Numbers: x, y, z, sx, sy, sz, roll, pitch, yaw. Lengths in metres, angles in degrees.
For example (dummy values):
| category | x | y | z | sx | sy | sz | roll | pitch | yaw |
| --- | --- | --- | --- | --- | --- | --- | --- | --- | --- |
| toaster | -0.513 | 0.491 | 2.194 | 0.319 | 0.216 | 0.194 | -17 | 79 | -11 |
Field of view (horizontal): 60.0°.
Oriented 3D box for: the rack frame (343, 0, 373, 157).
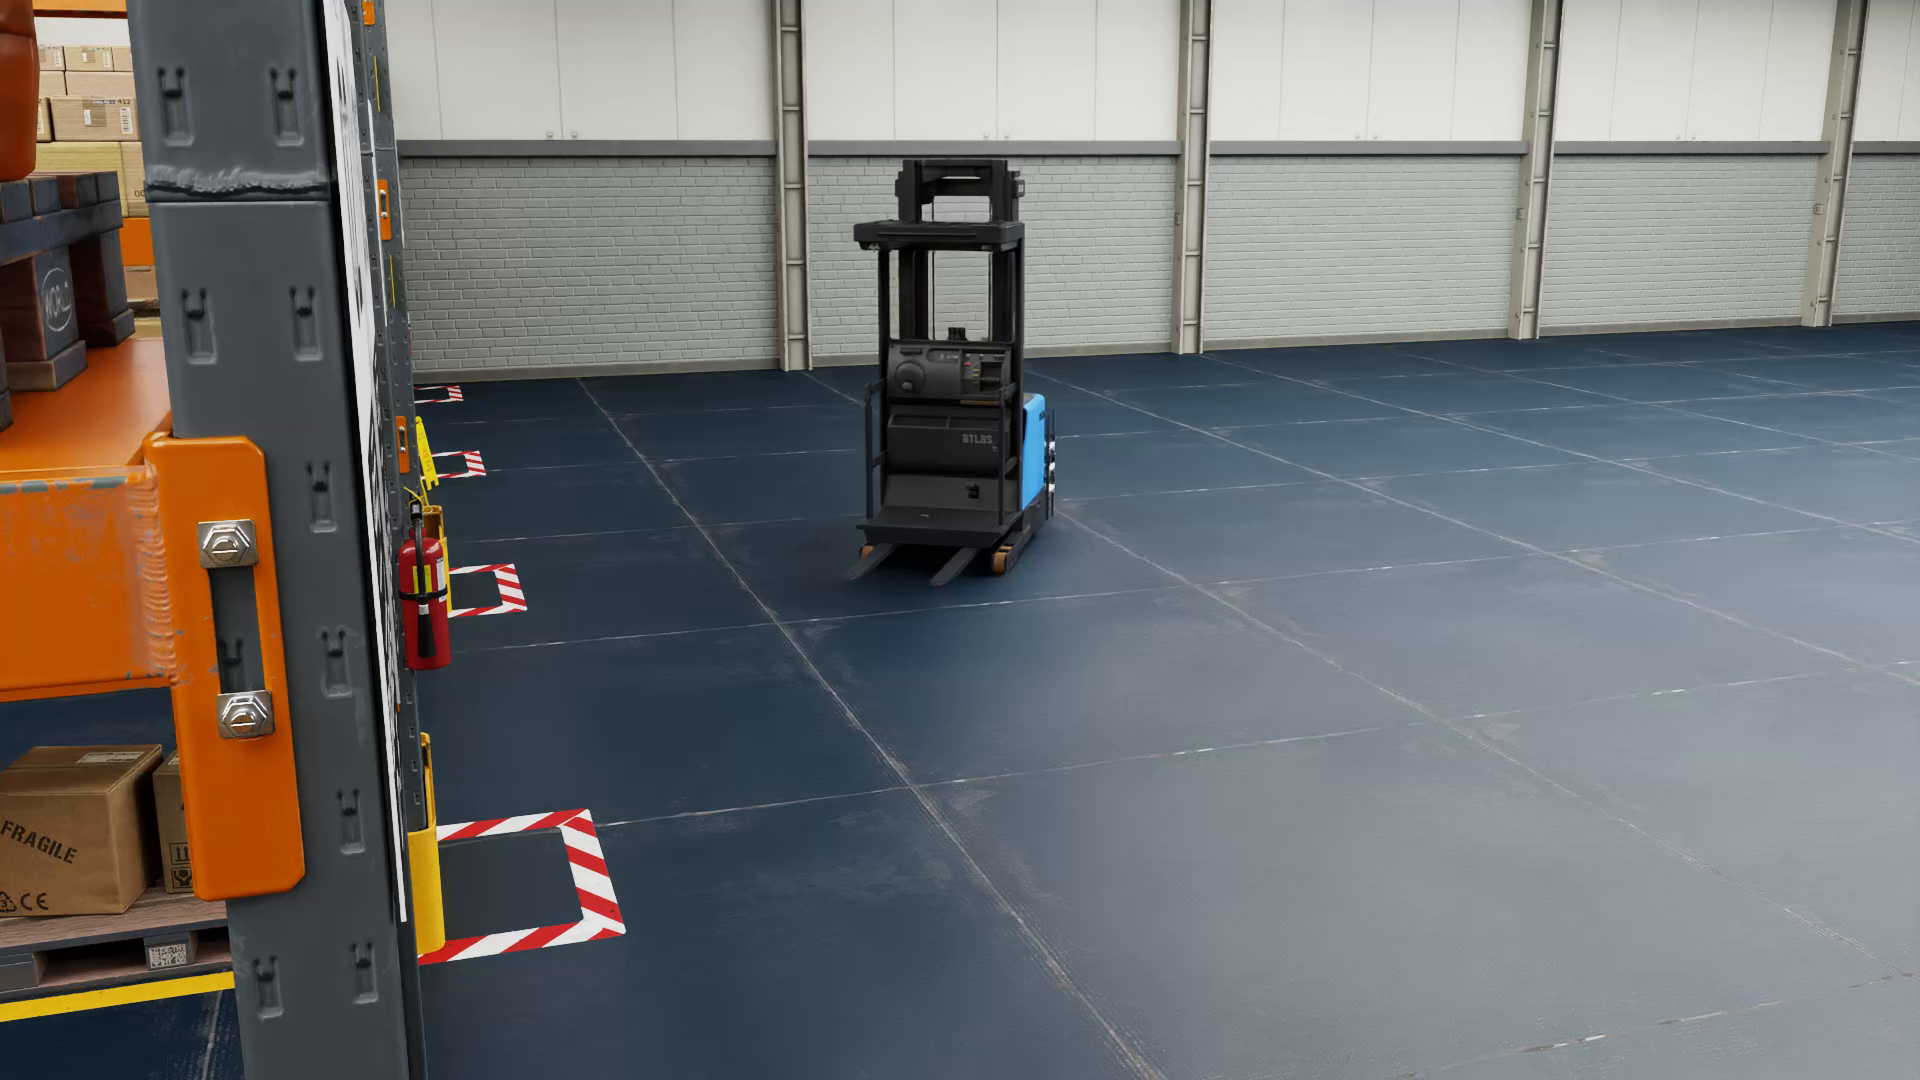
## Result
| category | x | y | z | sx | sy | sz | roll | pitch | yaw |
| --- | --- | --- | --- | --- | --- | --- | --- | --- | --- |
| rack frame | -2.273 | -2.906 | 5.912 | 0.127 | 3.000 | 1.000 | -4 | 14 | -18 |

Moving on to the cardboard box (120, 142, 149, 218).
| category | x | y | z | sx | sy | sz | roll | pitch | yaw |
| --- | --- | --- | --- | --- | --- | --- | --- | --- | --- |
| cardboard box | -2.649 | -1.282 | 5.893 | 0.500 | 0.250 | 0.500 | -4 | 14 | -17 |

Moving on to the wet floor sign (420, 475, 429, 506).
| category | x | y | z | sx | sy | sz | roll | pitch | yaw |
| --- | --- | --- | --- | --- | --- | --- | --- | --- | --- |
| wet floor sign | -4.363 | -0.373 | 13.318 | 0.232 | 0.644 | 0.267 | -7 | 15 | -28 |

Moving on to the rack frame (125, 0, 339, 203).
| category | x | y | z | sx | sy | sz | roll | pitch | yaw |
| --- | --- | --- | --- | --- | --- | --- | --- | --- | --- |
| rack frame | -0.693 | -1.819 | 1.345 | 0.127 | 3.000 | 1.000 | -4 | 14 | -18 |

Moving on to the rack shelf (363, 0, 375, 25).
| category | x | y | z | sx | sy | sz | roll | pitch | yaw |
| --- | --- | --- | --- | --- | --- | --- | --- | --- | --- |
| rack shelf | -5.654 | -3.309 | 10.026 | 4.000 | 0.370 | 1.077 | -4 | 14 | -18 |

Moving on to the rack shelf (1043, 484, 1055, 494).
| category | x | y | z | sx | sy | sz | roll | pitch | yaw |
| --- | --- | --- | --- | --- | --- | --- | --- | --- | --- |
| rack shelf | 0.645 | -0.419 | 13.881 | 0.258 | 0.077 | 0.200 | 3 | 14 | 14 |

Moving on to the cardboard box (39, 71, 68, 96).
| category | x | y | z | sx | sy | sz | roll | pitch | yaw |
| --- | --- | --- | --- | --- | --- | --- | --- | --- | --- |
| cardboard box | -5.562 | -2.658 | 9.912 | 0.500 | 0.250 | 0.500 | -4 | 14 | -18 |

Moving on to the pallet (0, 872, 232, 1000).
| category | x | y | z | sx | sy | sz | roll | pitch | yaw |
| --- | --- | --- | --- | --- | --- | --- | --- | --- | --- |
| pallet | -3.126 | 1.427 | 6.686 | 1.213 | 0.211 | 1.003 | -4 | 14 | -18 |

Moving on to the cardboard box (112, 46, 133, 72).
| category | x | y | z | sx | sy | sz | roll | pitch | yaw |
| --- | --- | --- | --- | --- | --- | --- | --- | --- | --- |
| cardboard box | -4.932 | -2.886 | 10.010 | 0.250 | 0.149 | 0.380 | -4 | 14 | -18 |

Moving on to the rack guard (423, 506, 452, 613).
| category | x | y | z | sx | sy | sz | roll | pitch | yaw |
| --- | --- | --- | --- | --- | --- | --- | --- | --- | --- |
| rack guard | -3.736 | 0.132 | 11.508 | 0.348 | 0.500 | 1.175 | -4 | 14 | -18 |

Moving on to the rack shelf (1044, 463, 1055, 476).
| category | x | y | z | sx | sy | sz | roll | pitch | yaw |
| --- | --- | --- | --- | --- | --- | --- | --- | --- | --- |
| rack shelf | 0.645 | -0.594 | 13.839 | 0.258 | 0.077 | 0.200 | 3 | 14 | 14 |

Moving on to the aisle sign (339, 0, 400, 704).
| category | x | y | z | sx | sy | sz | roll | pitch | yaw |
| --- | --- | --- | --- | --- | --- | --- | --- | --- | --- |
| aisle sign | -0.718 | -0.235 | 2.031 | 0.004 | 0.787 | 0.394 | -4 | 14 | -18 |

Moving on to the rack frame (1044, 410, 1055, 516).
| category | x | y | z | sx | sy | sz | roll | pitch | yaw |
| --- | --- | --- | --- | --- | --- | --- | --- | --- | --- |
| rack frame | 0.671 | -0.649 | 13.927 | 0.240 | 0.900 | 0.006 | 3 | 14 | 14 |

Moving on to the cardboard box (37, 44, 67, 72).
| category | x | y | z | sx | sy | sz | roll | pitch | yaw |
| --- | --- | --- | --- | --- | --- | --- | --- | --- | --- |
| cardboard box | -5.415 | -2.848 | 9.850 | 0.250 | 0.149 | 0.380 | -4 | 14 | -18 |

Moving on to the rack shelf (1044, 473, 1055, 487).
| category | x | y | z | sx | sy | sz | roll | pitch | yaw |
| --- | --- | --- | --- | --- | --- | --- | --- | --- | --- |
| rack shelf | 0.645 | -0.506 | 13.860 | 0.258 | 0.077 | 0.200 | 3 | 14 | 14 |

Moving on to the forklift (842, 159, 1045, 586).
| category | x | y | z | sx | sy | sz | roll | pitch | yaw |
| --- | --- | --- | --- | --- | --- | --- | --- | --- | --- |
| forklift | -0.125 | -1.269 | 12.143 | 1.130 | 2.935 | 3.031 | 3 | 14 | 12 |

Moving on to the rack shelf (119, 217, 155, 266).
| category | x | y | z | sx | sy | sz | roll | pitch | yaw |
| --- | --- | --- | --- | --- | --- | --- | --- | --- | --- |
| rack shelf | -4.168 | -0.949 | 5.722 | 4.000 | 0.370 | 1.077 | -4 | 14 | -18 |

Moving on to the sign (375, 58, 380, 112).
| category | x | y | z | sx | sy | sz | roll | pitch | yaw |
| --- | --- | --- | --- | --- | --- | --- | --- | --- | --- |
| sign | -3.599 | -2.814 | 10.266 | 0.005 | 0.325 | 0.100 | -4 | 14 | -18 |

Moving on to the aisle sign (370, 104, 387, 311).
| category | x | y | z | sx | sy | sz | roll | pitch | yaw |
| --- | --- | --- | --- | --- | --- | --- | --- | --- | --- |
| aisle sign | -2.310 | -1.322 | 6.602 | 0.004 | 0.787 | 0.394 | -4 | 14 | -18 |

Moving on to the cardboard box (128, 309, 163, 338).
| category | x | y | z | sx | sy | sz | roll | pitch | yaw |
| --- | --- | --- | --- | --- | --- | --- | --- | --- | --- |
| cardboard box | -2.715 | -0.572 | 6.046 | 0.500 | 0.500 | 0.500 | -4 | 14 | -18 |

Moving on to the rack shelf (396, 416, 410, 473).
| category | x | y | z | sx | sy | sz | roll | pitch | yaw |
| --- | --- | --- | --- | --- | --- | --- | --- | --- | --- |
| rack shelf | -5.654 | -0.585 | 10.674 | 4.000 | 0.370 | 1.077 | -4 | 14 | -18 |

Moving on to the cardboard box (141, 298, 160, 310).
| category | x | y | z | sx | sy | sz | roll | pitch | yaw |
| --- | --- | --- | --- | --- | --- | --- | --- | --- | --- |
| cardboard box | -2.881 | -0.686 | 6.526 | 0.500 | 0.500 | 0.500 | -4 | 14 | -18 |

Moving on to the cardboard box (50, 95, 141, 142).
| category | x | y | z | sx | sy | sz | roll | pitch | yaw |
| --- | --- | --- | --- | --- | --- | --- | --- | --- | --- |
| cardboard box | -2.945 | -1.441 | 5.698 | 0.250 | 0.149 | 0.380 | -5 | 14 | -21 |

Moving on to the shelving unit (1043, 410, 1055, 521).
| category | x | y | z | sx | sy | sz | roll | pitch | yaw |
| --- | --- | --- | --- | --- | --- | --- | --- | --- | --- |
| shelving unit | 0.645 | -0.626 | 13.831 | 0.258 | 0.900 | 0.210 | 3 | 14 | 14 |

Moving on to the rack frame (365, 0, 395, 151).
| category | x | y | z | sx | sy | sz | roll | pitch | yaw |
| --- | --- | --- | --- | --- | --- | --- | --- | --- | --- |
| rack frame | -3.759 | -4.001 | 10.517 | 0.127 | 3.000 | 1.000 | -4 | 14 | -18 |

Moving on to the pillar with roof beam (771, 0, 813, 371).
| category | x | y | z | sx | sy | sz | roll | pitch | yaw |
| --- | --- | --- | --- | --- | --- | --- | --- | --- | --- |
| pillar with roof beam | -0.908 | -5.812 | 18.133 | 0.400 | 9.000 | 9.100 | -4 | 14 | -18 |

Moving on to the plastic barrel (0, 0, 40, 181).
| category | x | y | z | sx | sy | sz | roll | pitch | yaw |
| --- | --- | --- | --- | --- | --- | --- | --- | --- | --- |
| plastic barrel | -1.113 | -0.710 | 1.326 | 0.708 | 0.830 | 0.600 | -4 | 14 | -18 |

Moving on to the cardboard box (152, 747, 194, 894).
| category | x | y | z | sx | sy | sz | roll | pitch | yaw |
| --- | --- | --- | --- | --- | --- | --- | --- | --- | --- |
| cardboard box | -2.870 | 1.067 | 6.669 | 0.500 | 0.500 | 0.500 | -2 | 14 | -8 |

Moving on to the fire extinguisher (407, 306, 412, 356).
| category | x | y | z | sx | sy | sz | roll | pitch | yaw |
| --- | --- | --- | --- | --- | --- | --- | --- | --- | --- |
| fire extinguisher | -5.178 | -2.030 | 15.364 | 0.183 | 0.674 | 0.296 | -4 | 14 | -18 |

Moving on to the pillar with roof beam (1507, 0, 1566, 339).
| category | x | y | z | sx | sy | sz | roll | pitch | yaw |
| --- | --- | --- | --- | --- | --- | --- | --- | --- | --- |
| pillar with roof beam | 10.466 | -6.698 | 21.856 | 0.400 | 9.000 | 9.100 | -4 | 14 | -18 |

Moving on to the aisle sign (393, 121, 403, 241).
| category | x | y | z | sx | sy | sz | roll | pitch | yaw |
| --- | --- | --- | --- | --- | --- | --- | --- | --- | --- |
| aisle sign | -3.787 | -2.418 | 11.209 | 0.004 | 0.787 | 0.394 | -4 | 14 | -18 |
